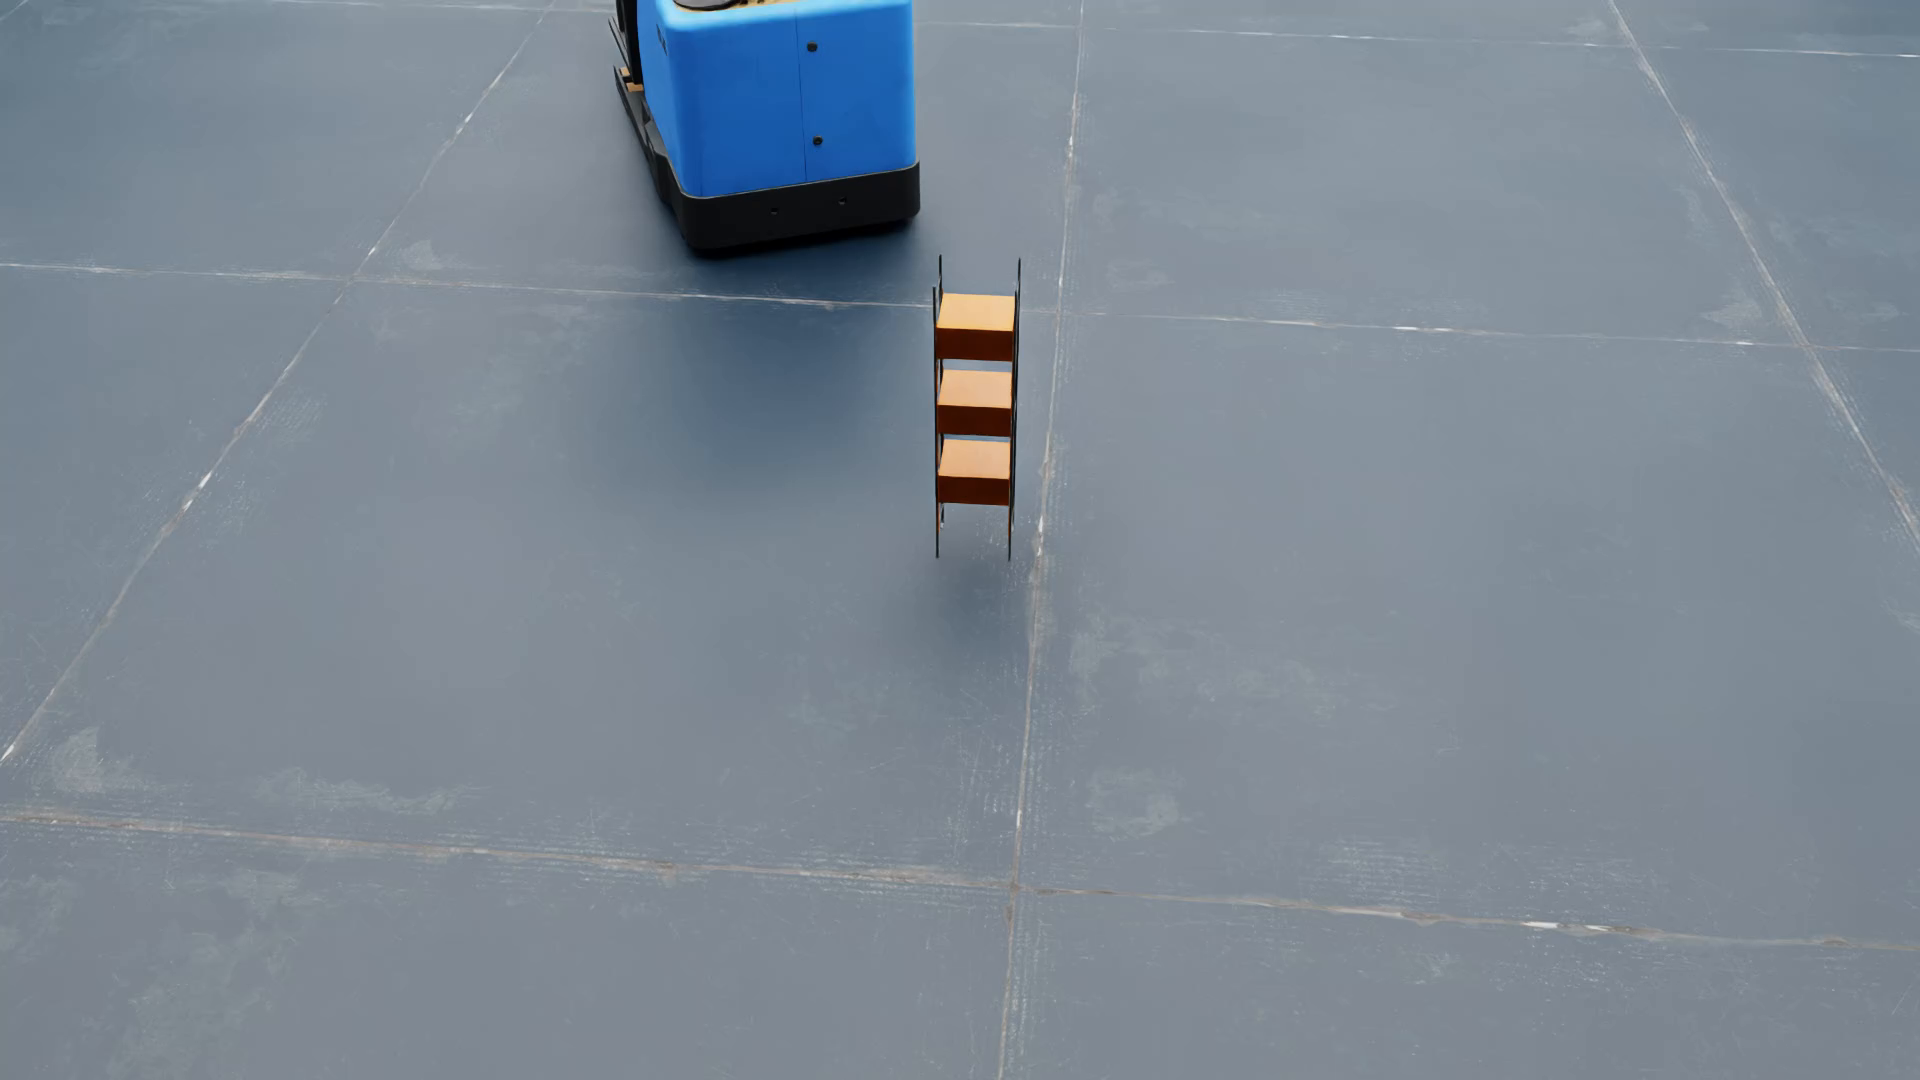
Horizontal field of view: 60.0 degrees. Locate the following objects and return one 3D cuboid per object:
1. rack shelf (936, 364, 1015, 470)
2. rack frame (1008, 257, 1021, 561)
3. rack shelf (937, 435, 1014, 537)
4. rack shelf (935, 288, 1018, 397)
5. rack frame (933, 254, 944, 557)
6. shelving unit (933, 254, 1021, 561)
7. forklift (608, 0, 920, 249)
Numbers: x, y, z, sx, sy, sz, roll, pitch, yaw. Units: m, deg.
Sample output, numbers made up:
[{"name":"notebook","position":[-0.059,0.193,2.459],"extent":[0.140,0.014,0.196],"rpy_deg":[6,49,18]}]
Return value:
[{"name":"rack shelf","position":[0.053,-0.396,5.370],"extent":[0.240,0.259,0.215],"rpy_deg":[3,39,4]},{"name":"rack frame","position":[0.175,-0.398,5.355],"extent":[0.008,1.050,0.200],"rpy_deg":[3,39,4]},{"name":"rack shelf","position":[0.053,-0.180,5.545],"extent":[0.240,0.259,0.215],"rpy_deg":[3,39,4]},{"name":"rack shelf","position":[0.053,-0.616,5.191],"extent":[0.240,0.259,0.215],"rpy_deg":[3,39,4]},{"name":"rack frame","position":[-0.068,-0.411,5.371],"extent":[0.008,1.050,0.200],"rpy_deg":[3,39,4]},{"name":"shelving unit","position":[0.053,-0.404,5.363],"extent":[0.252,1.050,0.215],"rpy_deg":[3,39,4]},{"name":"forklift","position":[-1.113,-3.318,7.453],"extent":[1.130,2.935,3.031],"rpy_deg":[-11,41,-14]}]
